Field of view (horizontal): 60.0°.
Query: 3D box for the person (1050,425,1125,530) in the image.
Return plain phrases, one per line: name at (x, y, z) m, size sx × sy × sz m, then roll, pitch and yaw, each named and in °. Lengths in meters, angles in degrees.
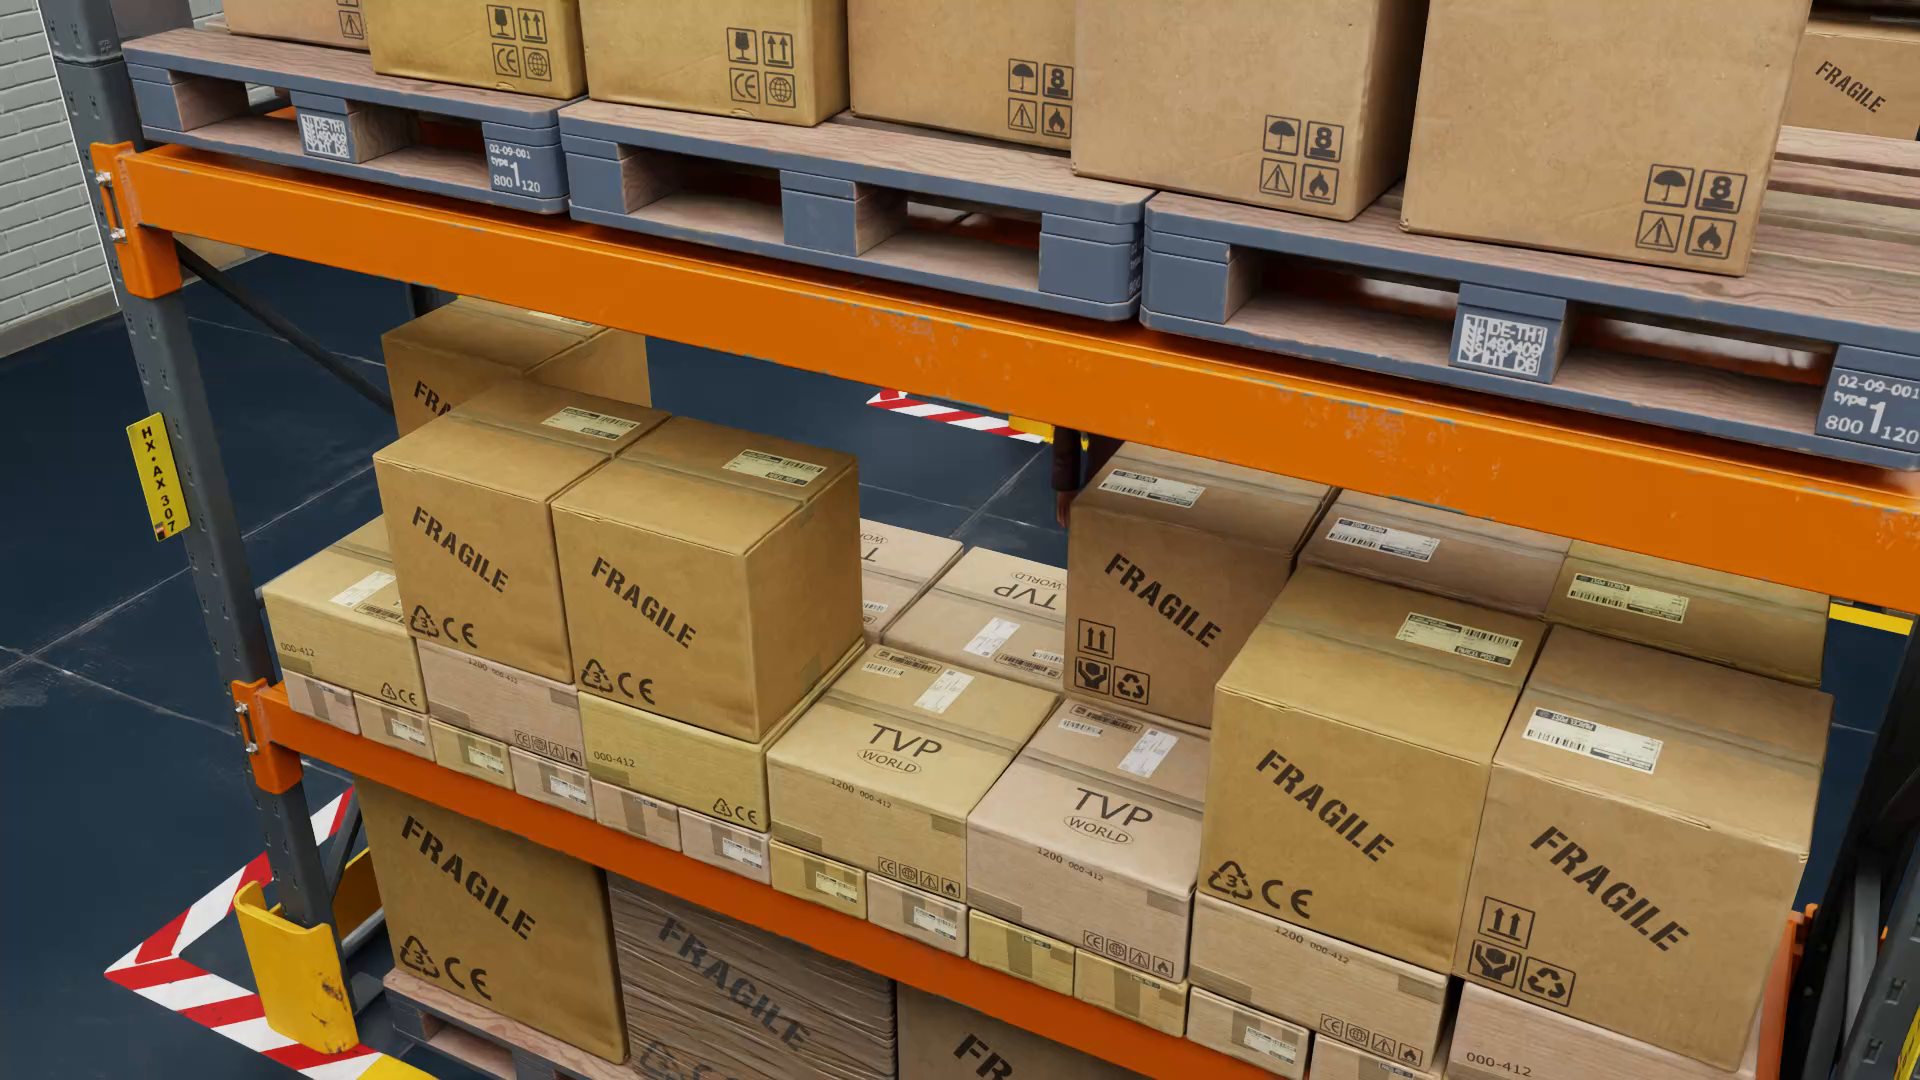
person at (0.706, -0.222, 6.608) m, size 1.049 × 1.692 × 0.588 m, roll -21°, pitch 36°, yaw -32°
